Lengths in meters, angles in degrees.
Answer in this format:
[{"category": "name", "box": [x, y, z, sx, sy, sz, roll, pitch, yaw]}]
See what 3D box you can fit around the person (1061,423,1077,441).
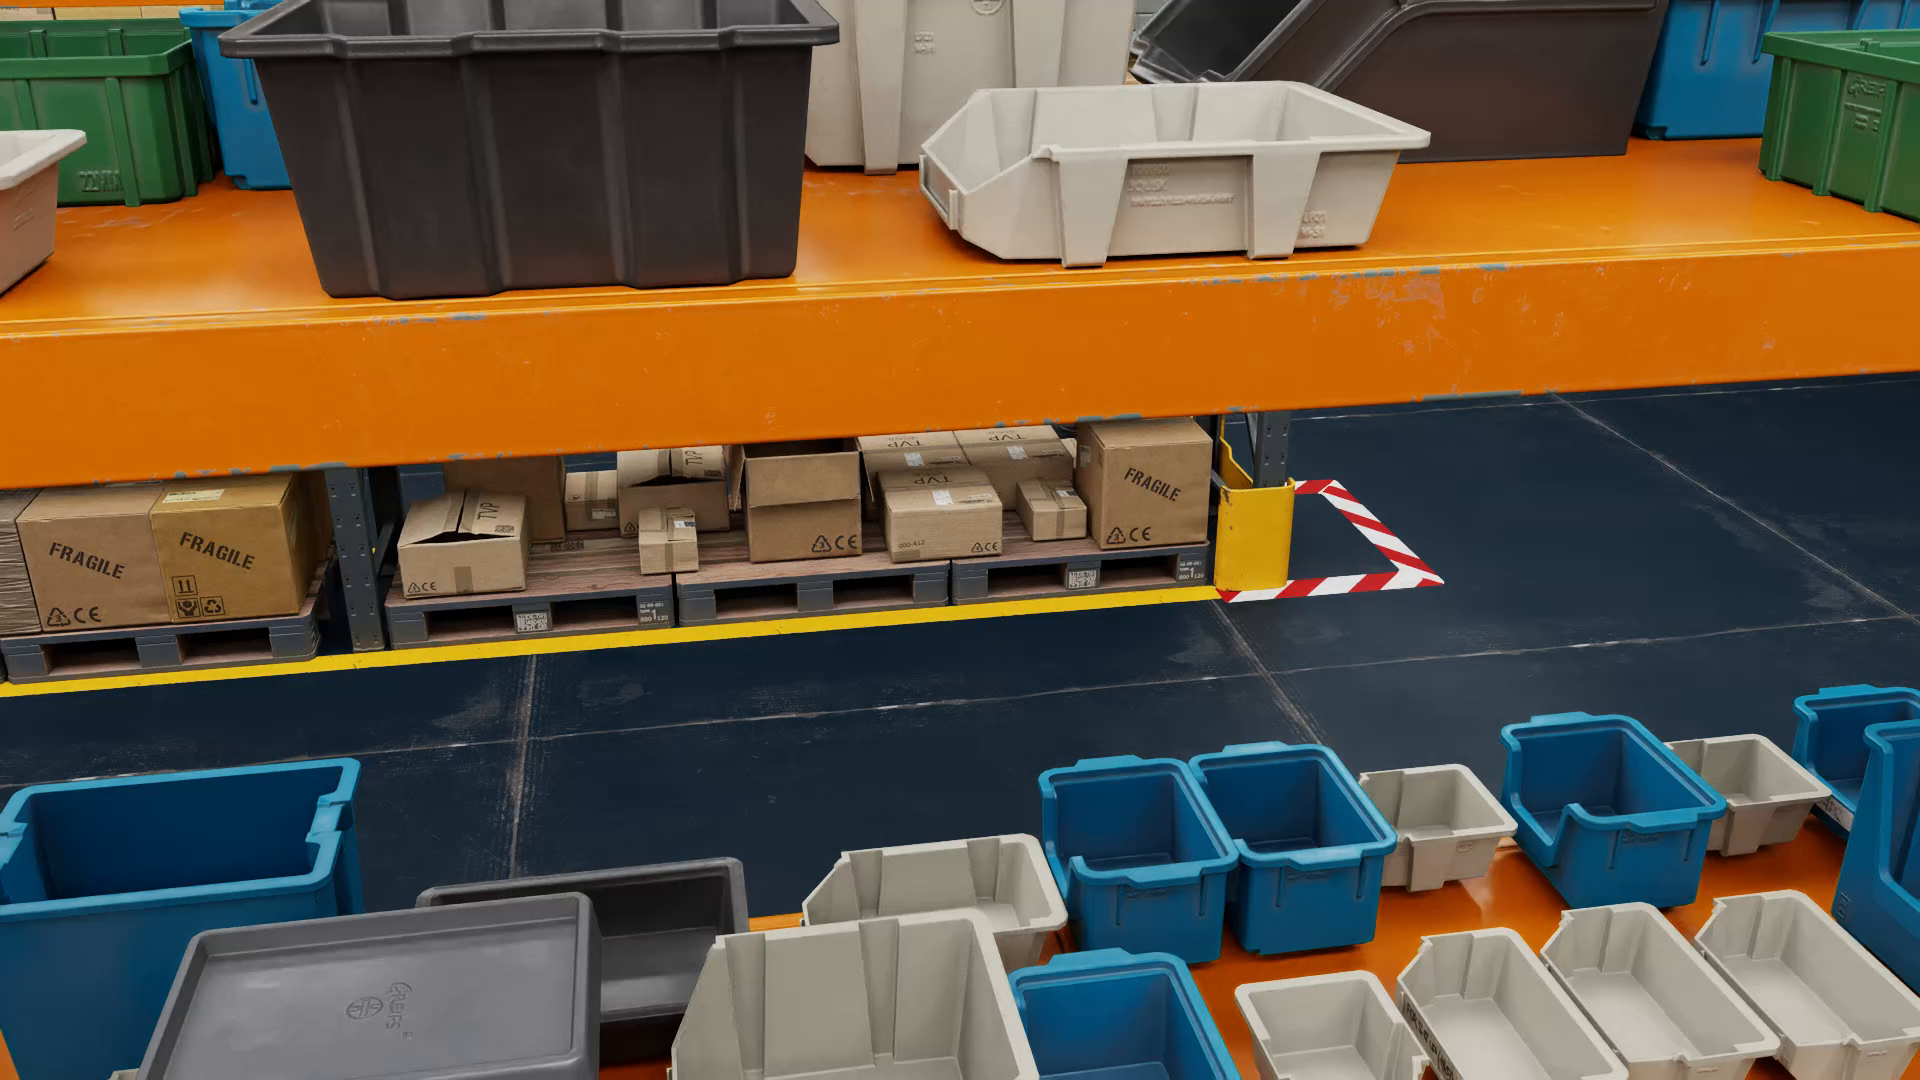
[{"category": "person", "box": [0.606, -0.904, 9.379, 0.871, 0.769, 0.461, -7, 24, -15]}]
